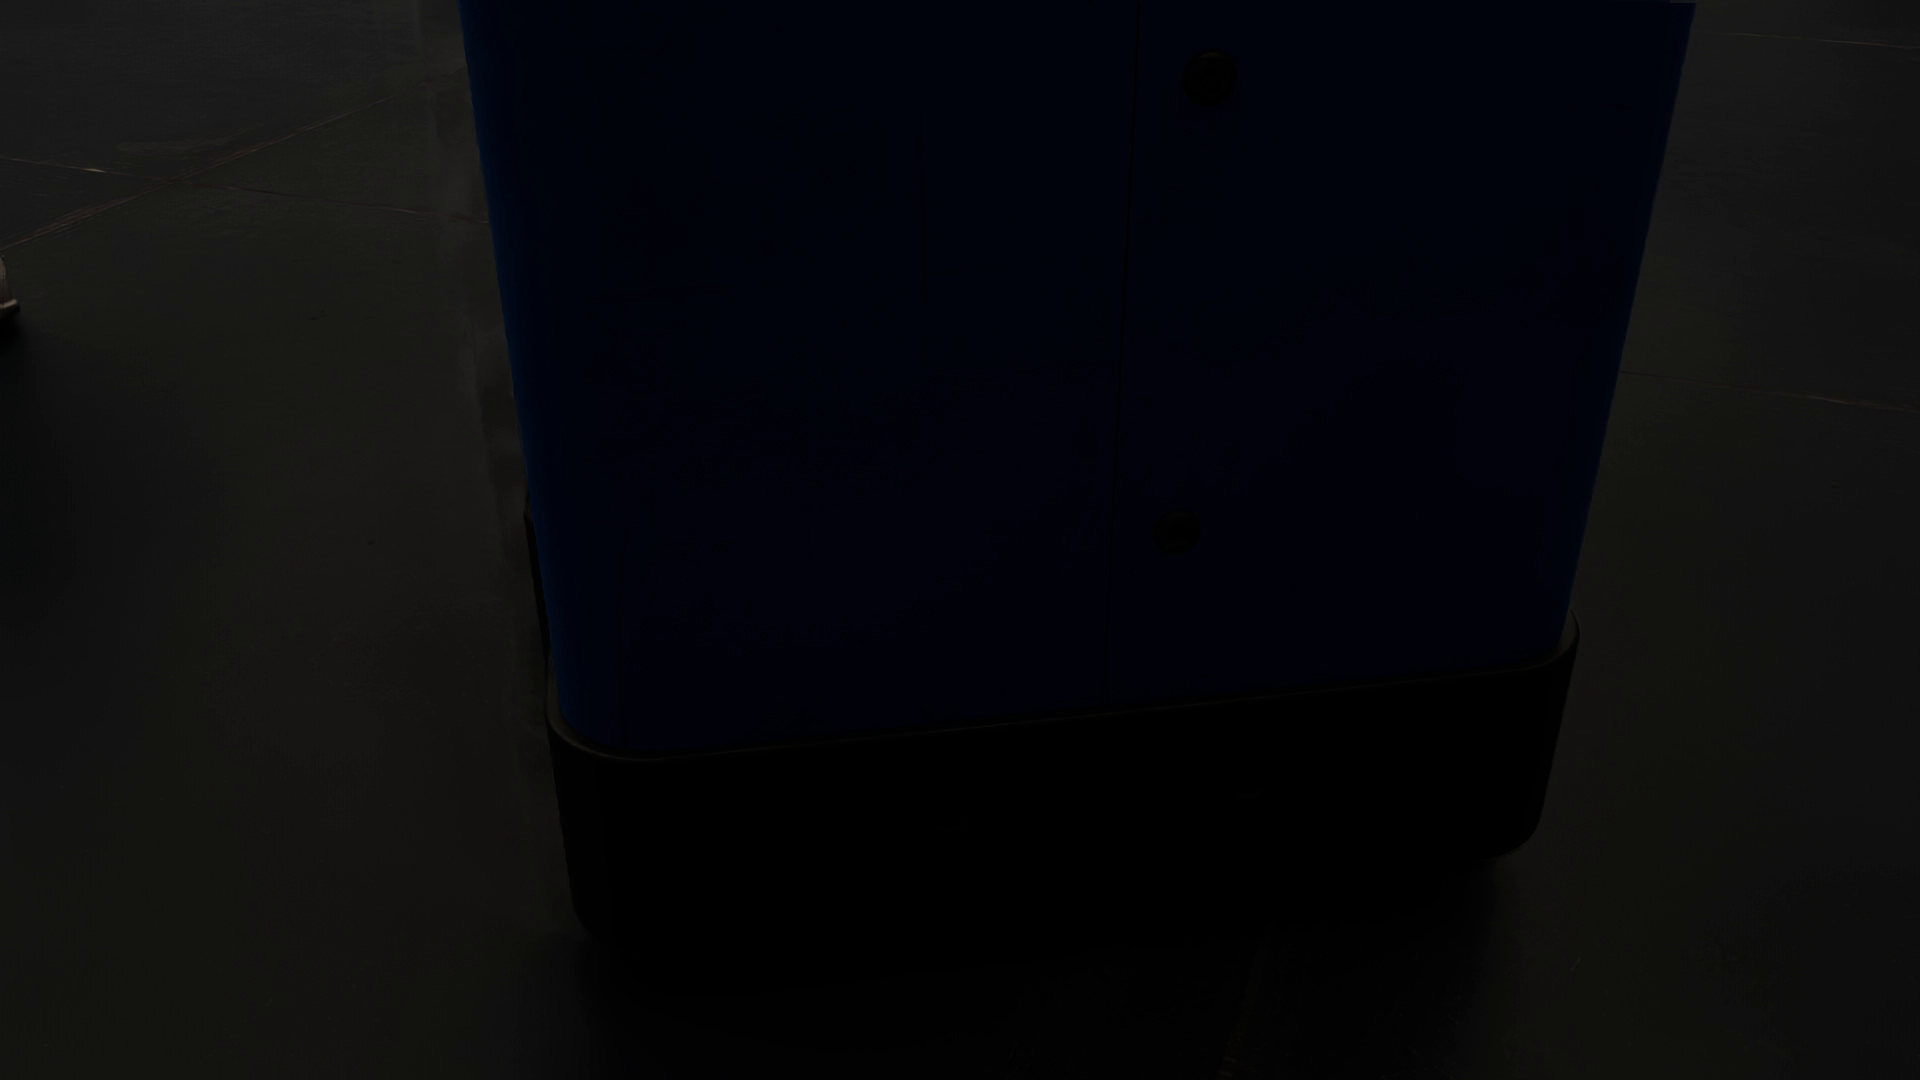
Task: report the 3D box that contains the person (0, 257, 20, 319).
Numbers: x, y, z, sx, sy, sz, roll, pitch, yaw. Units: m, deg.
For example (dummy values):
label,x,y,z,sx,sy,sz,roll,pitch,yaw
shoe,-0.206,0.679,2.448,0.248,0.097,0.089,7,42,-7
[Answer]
label,x,y,z,sx,sy,sz,roll,pitch,yaw
person,-2.028,-1.091,2.865,0.732,1.662,0.576,15,33,25

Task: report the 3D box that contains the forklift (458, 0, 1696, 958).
label,x,y,z,sx,sy,sz,roll,pitch,yaw
forklift,-0.122,-1.574,2.305,1.130,2.935,3.031,-5,30,-9
